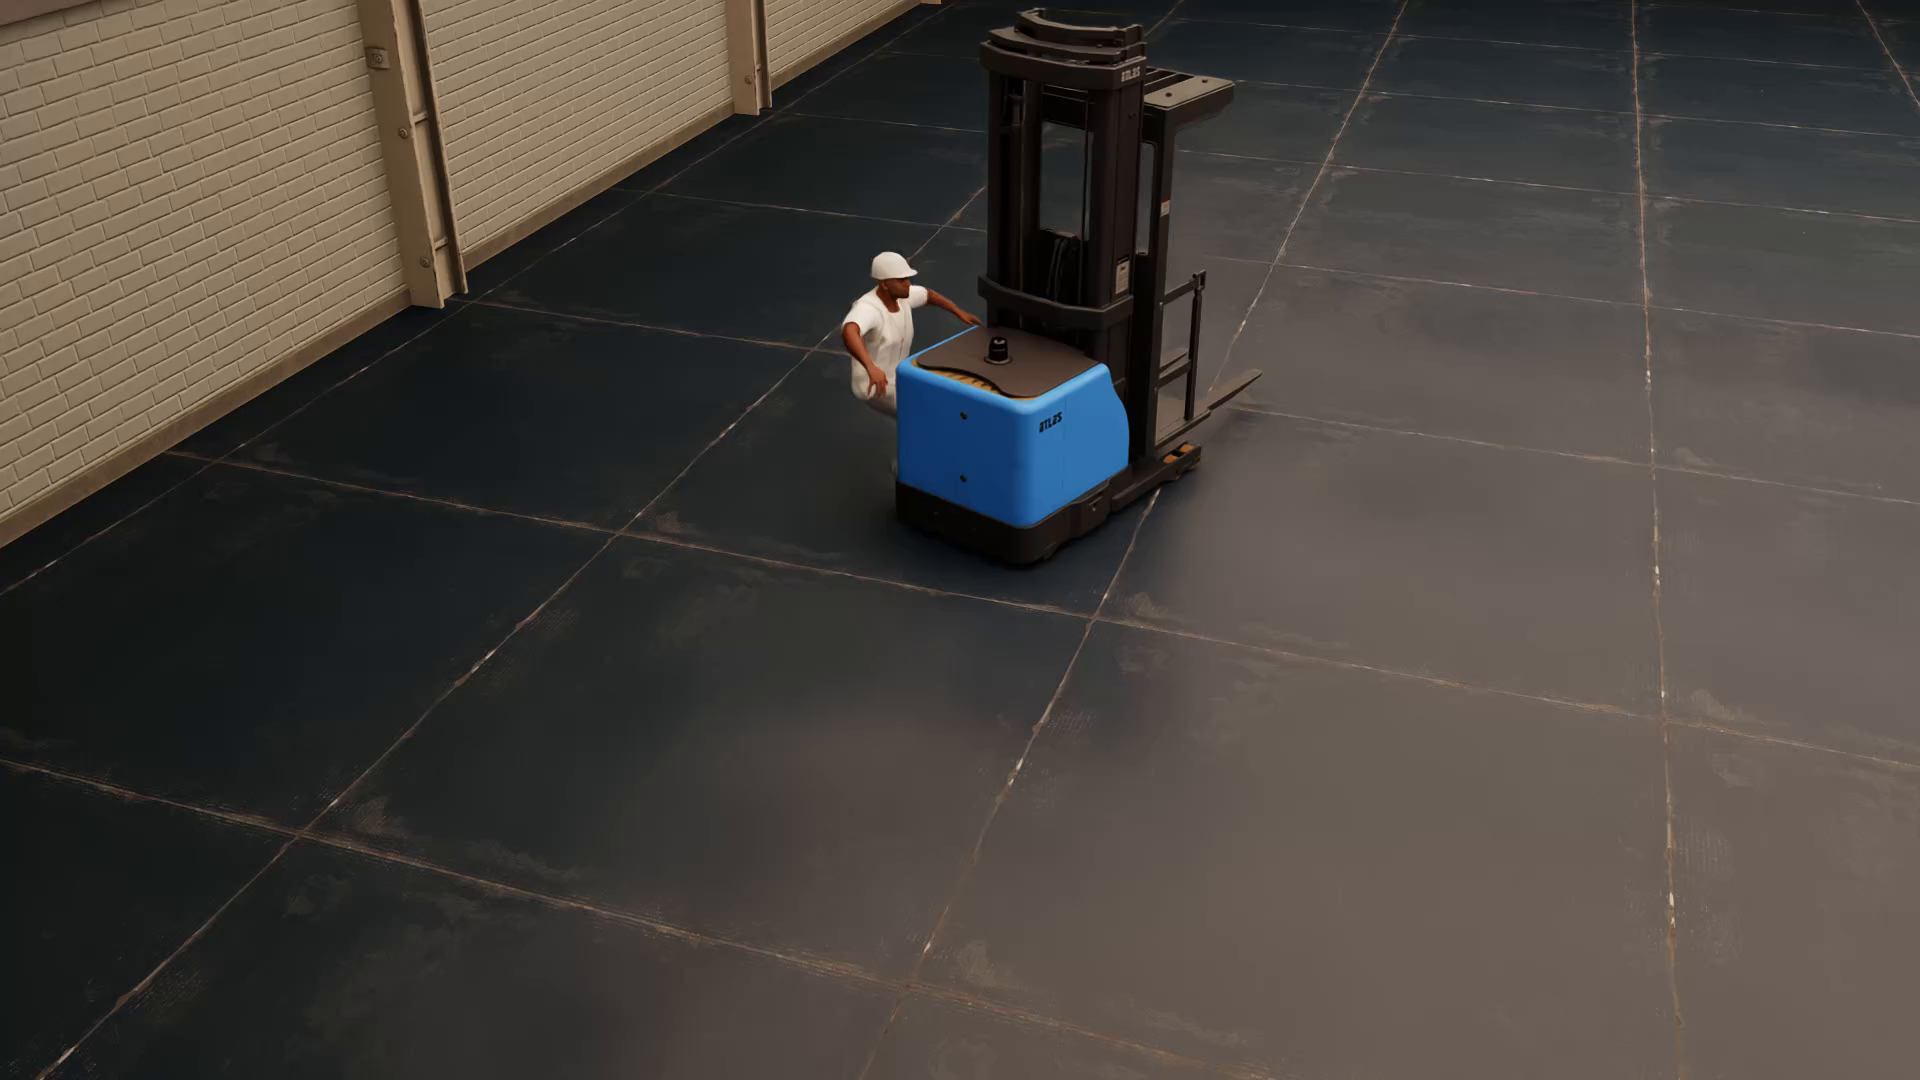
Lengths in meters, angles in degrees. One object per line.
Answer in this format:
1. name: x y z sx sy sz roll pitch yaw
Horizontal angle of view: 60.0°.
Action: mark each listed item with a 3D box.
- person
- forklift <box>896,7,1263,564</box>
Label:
1. person: -0.250 -1.014 10.235 0.842 1.500 1.186 14 32 22
2. forklift: 0.926 -1.796 10.287 1.130 2.935 3.031 22 36 33
